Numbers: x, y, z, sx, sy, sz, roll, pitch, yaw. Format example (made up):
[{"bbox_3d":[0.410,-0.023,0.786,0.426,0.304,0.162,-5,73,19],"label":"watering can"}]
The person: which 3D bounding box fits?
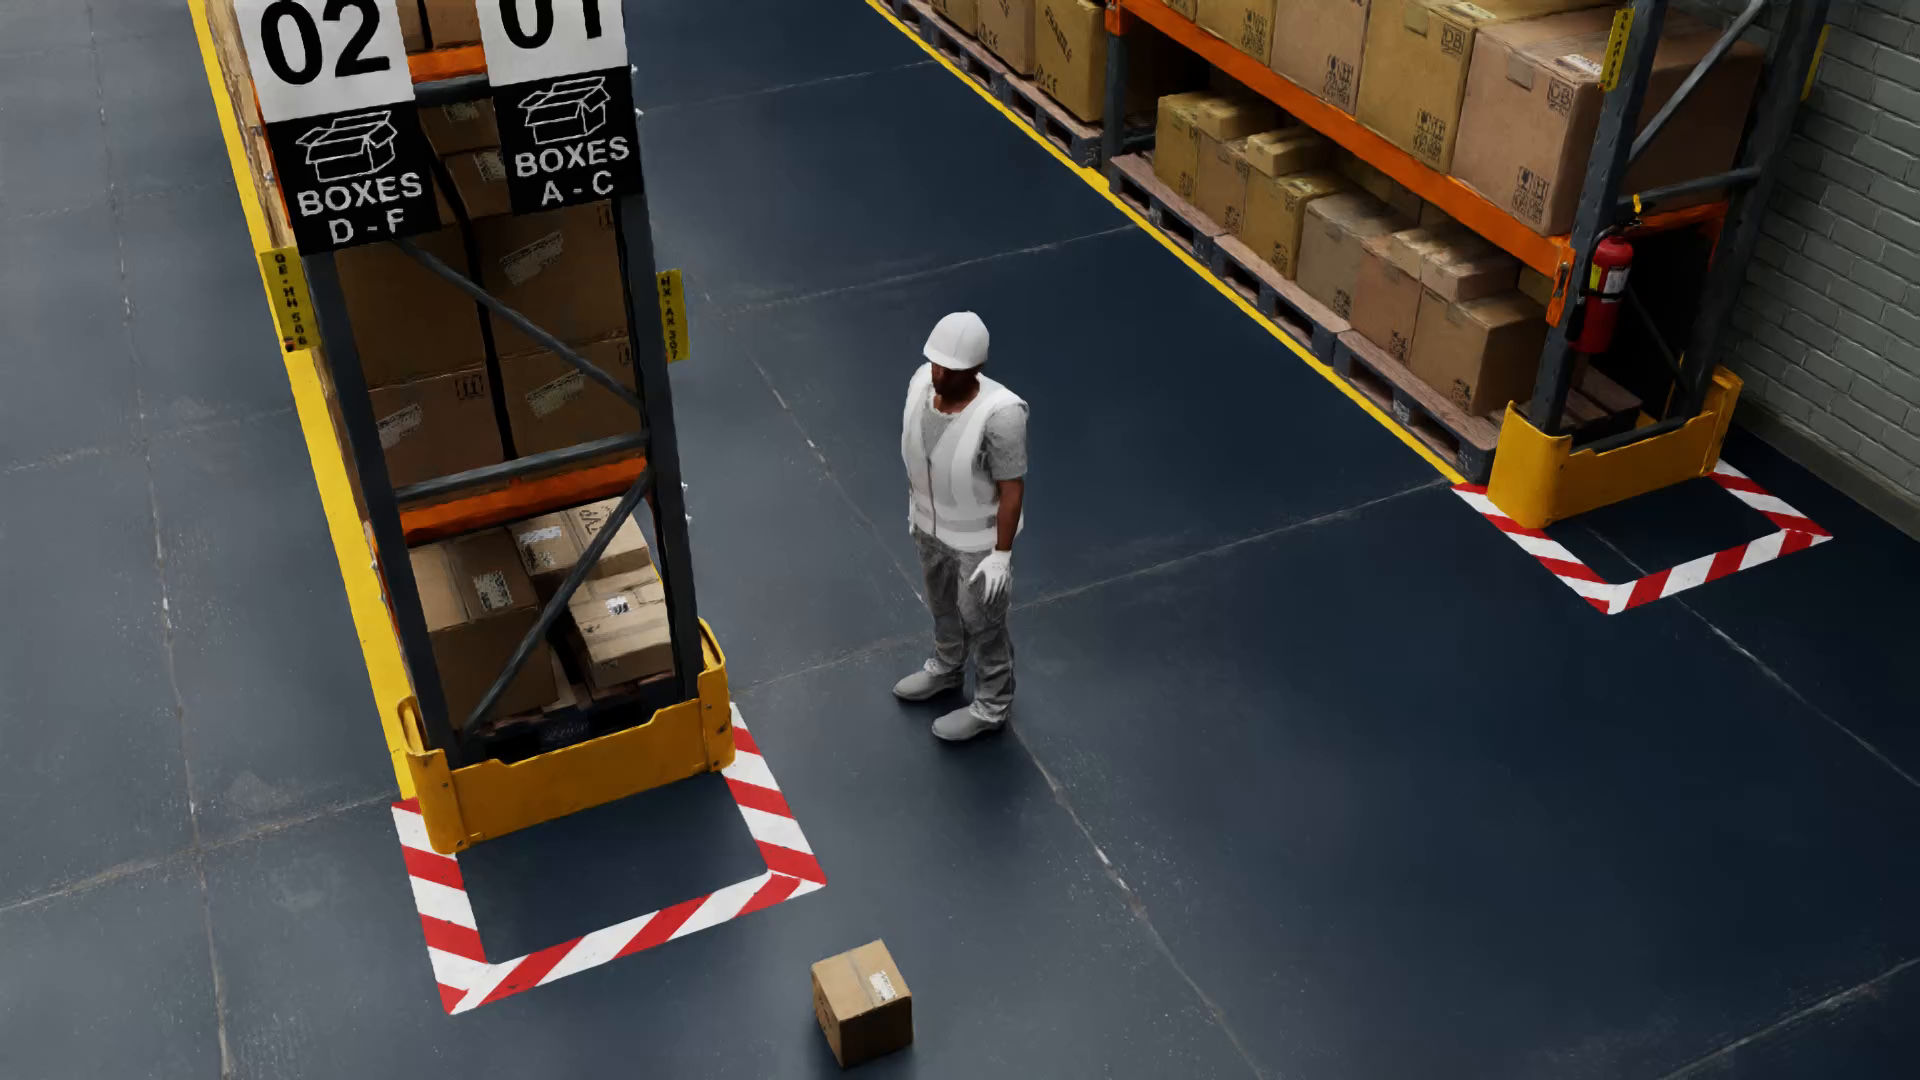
[{"bbox_3d":[0.000,-0.036,6.134,0.397,1.791,0.619,-29,46,-33],"label":"person"}]
